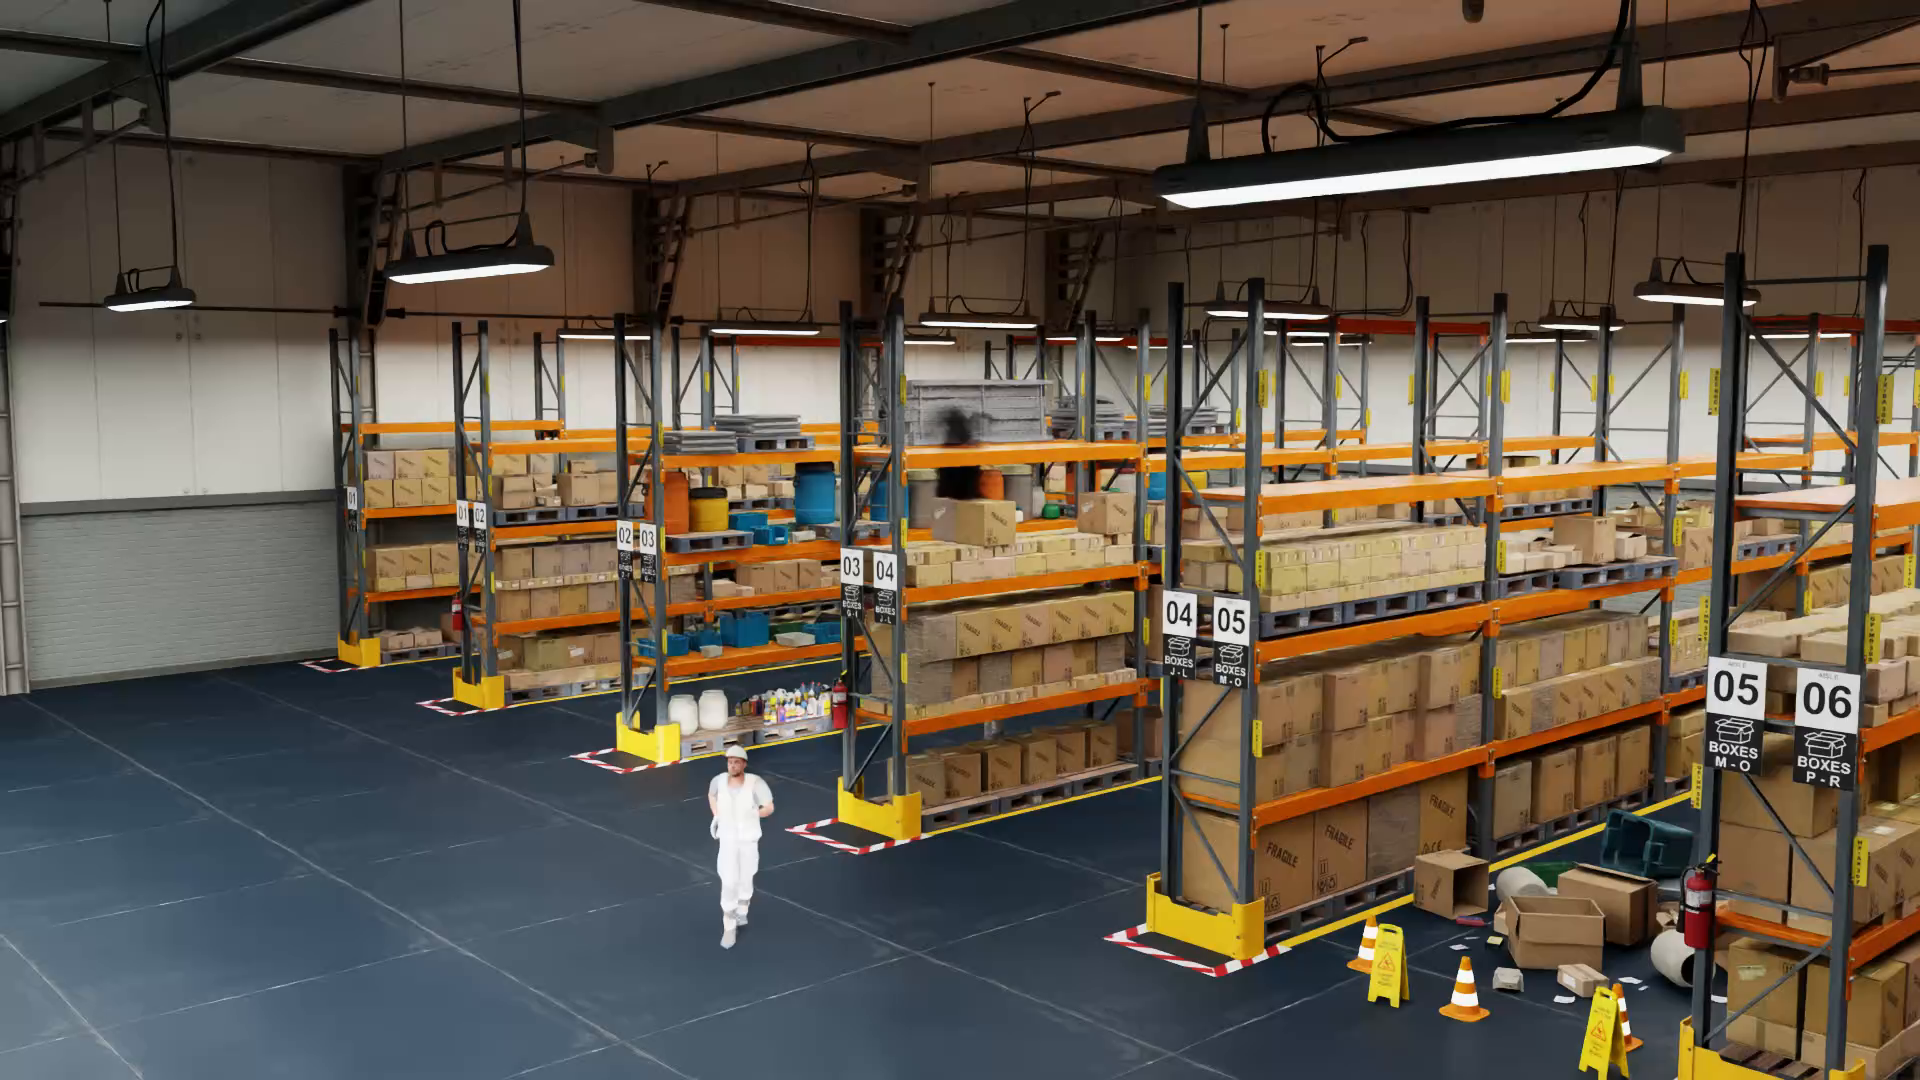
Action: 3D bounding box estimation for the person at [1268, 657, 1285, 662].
[{"bbox_3d":[3.914,2.212,20.190,0.731,1.687,0.776,5,8,42],"label":"person"}]

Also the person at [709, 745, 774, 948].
[{"bbox_3d":[-2.009,2.788,15.246,0.615,1.850,0.775,0,6,-3],"label":"person"}]

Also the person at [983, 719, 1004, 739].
[{"bbox_3d":[0.352,1.815,22.247,0.651,1.760,0.601,5,8,42],"label":"person"}]
